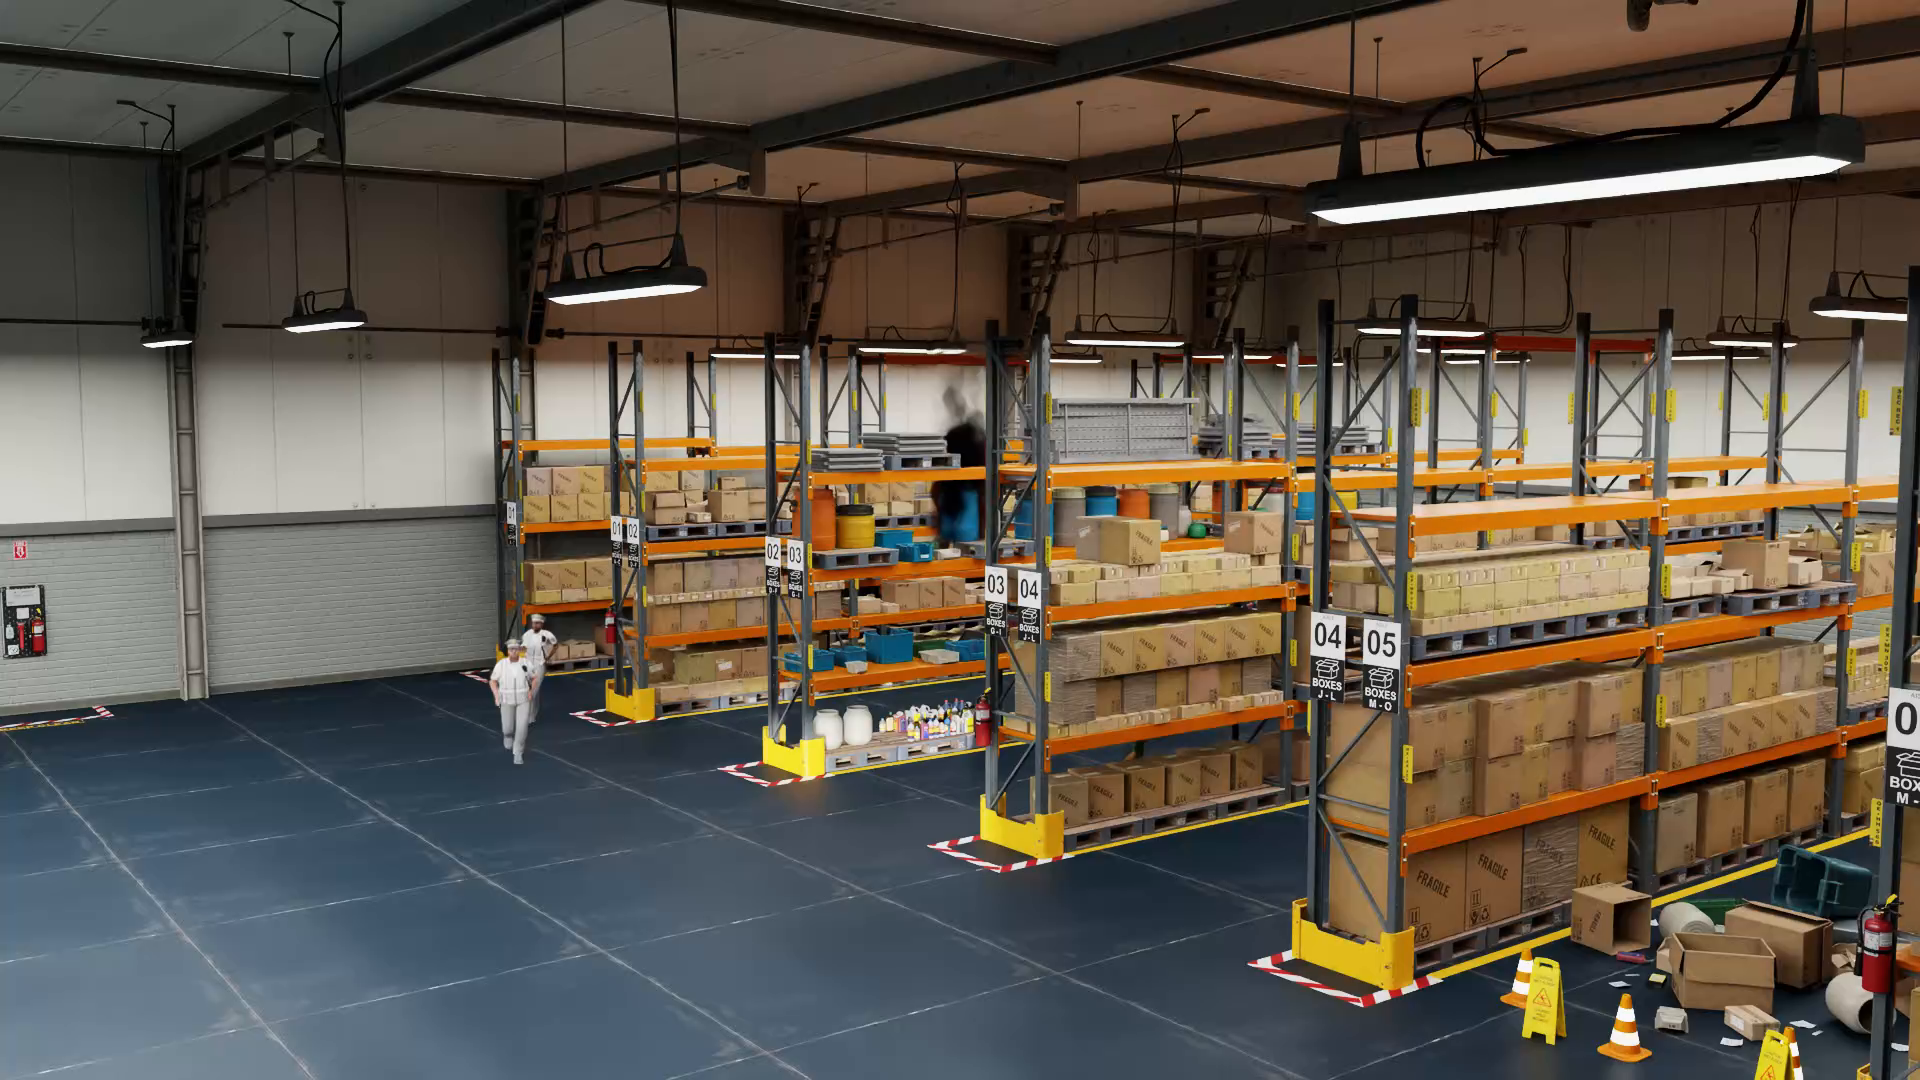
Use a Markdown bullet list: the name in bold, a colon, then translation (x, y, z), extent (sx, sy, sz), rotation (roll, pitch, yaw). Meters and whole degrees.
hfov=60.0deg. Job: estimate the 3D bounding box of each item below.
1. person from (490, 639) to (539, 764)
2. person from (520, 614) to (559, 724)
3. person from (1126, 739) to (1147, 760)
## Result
- **person**: translation (-6.272, 2.249, 23.450), extent (0.669, 1.748, 0.644), rotation (-2, 5, -18)
- **person**: translation (-6.688, 2.030, 26.326), extent (0.579, 1.754, 0.732), rotation (1, 5, 7)
- **person**: translation (2.413, 2.059, 22.325), extent (0.596, 1.765, 0.671), rotation (-4, 6, -38)
